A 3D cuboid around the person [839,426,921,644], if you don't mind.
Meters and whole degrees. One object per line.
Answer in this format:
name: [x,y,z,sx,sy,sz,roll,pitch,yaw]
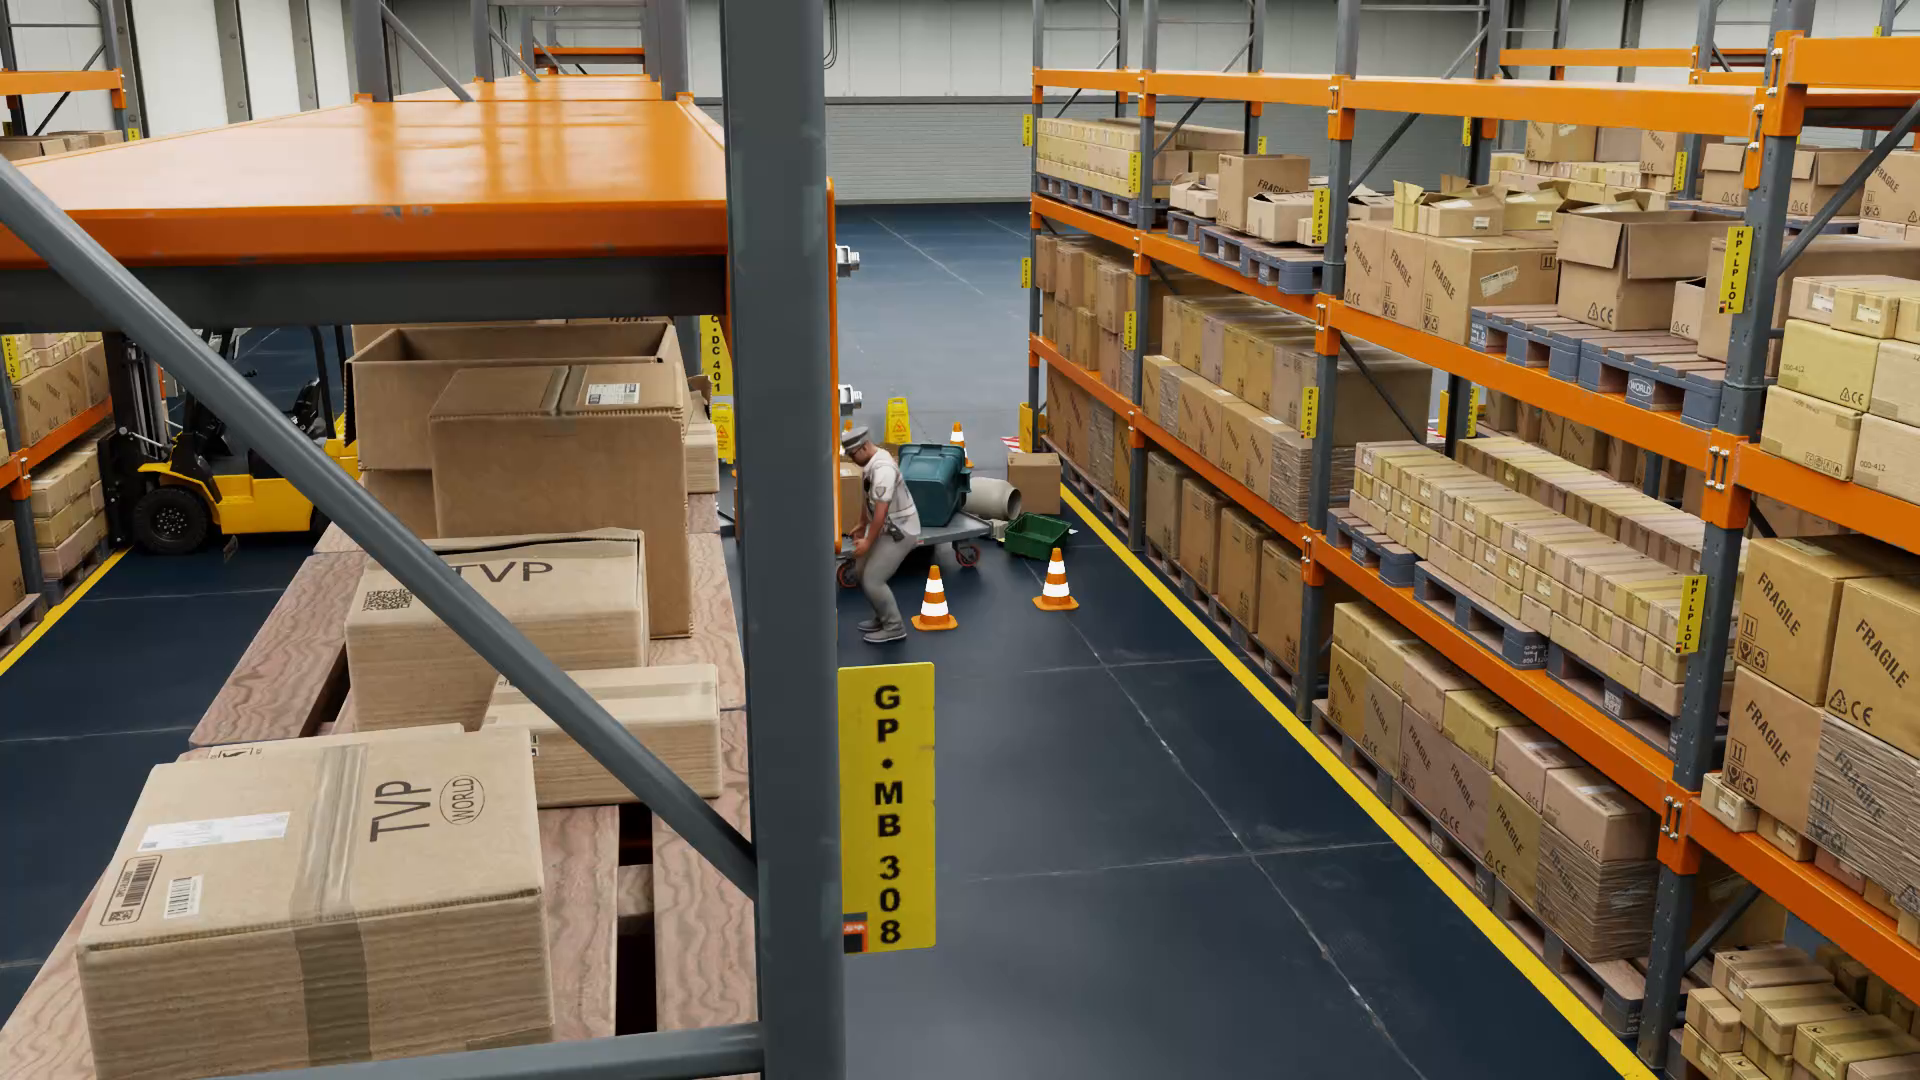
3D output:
person: [-0.598,-0.047,12.429,0.609,1.629,0.575,-3,16,-9]
